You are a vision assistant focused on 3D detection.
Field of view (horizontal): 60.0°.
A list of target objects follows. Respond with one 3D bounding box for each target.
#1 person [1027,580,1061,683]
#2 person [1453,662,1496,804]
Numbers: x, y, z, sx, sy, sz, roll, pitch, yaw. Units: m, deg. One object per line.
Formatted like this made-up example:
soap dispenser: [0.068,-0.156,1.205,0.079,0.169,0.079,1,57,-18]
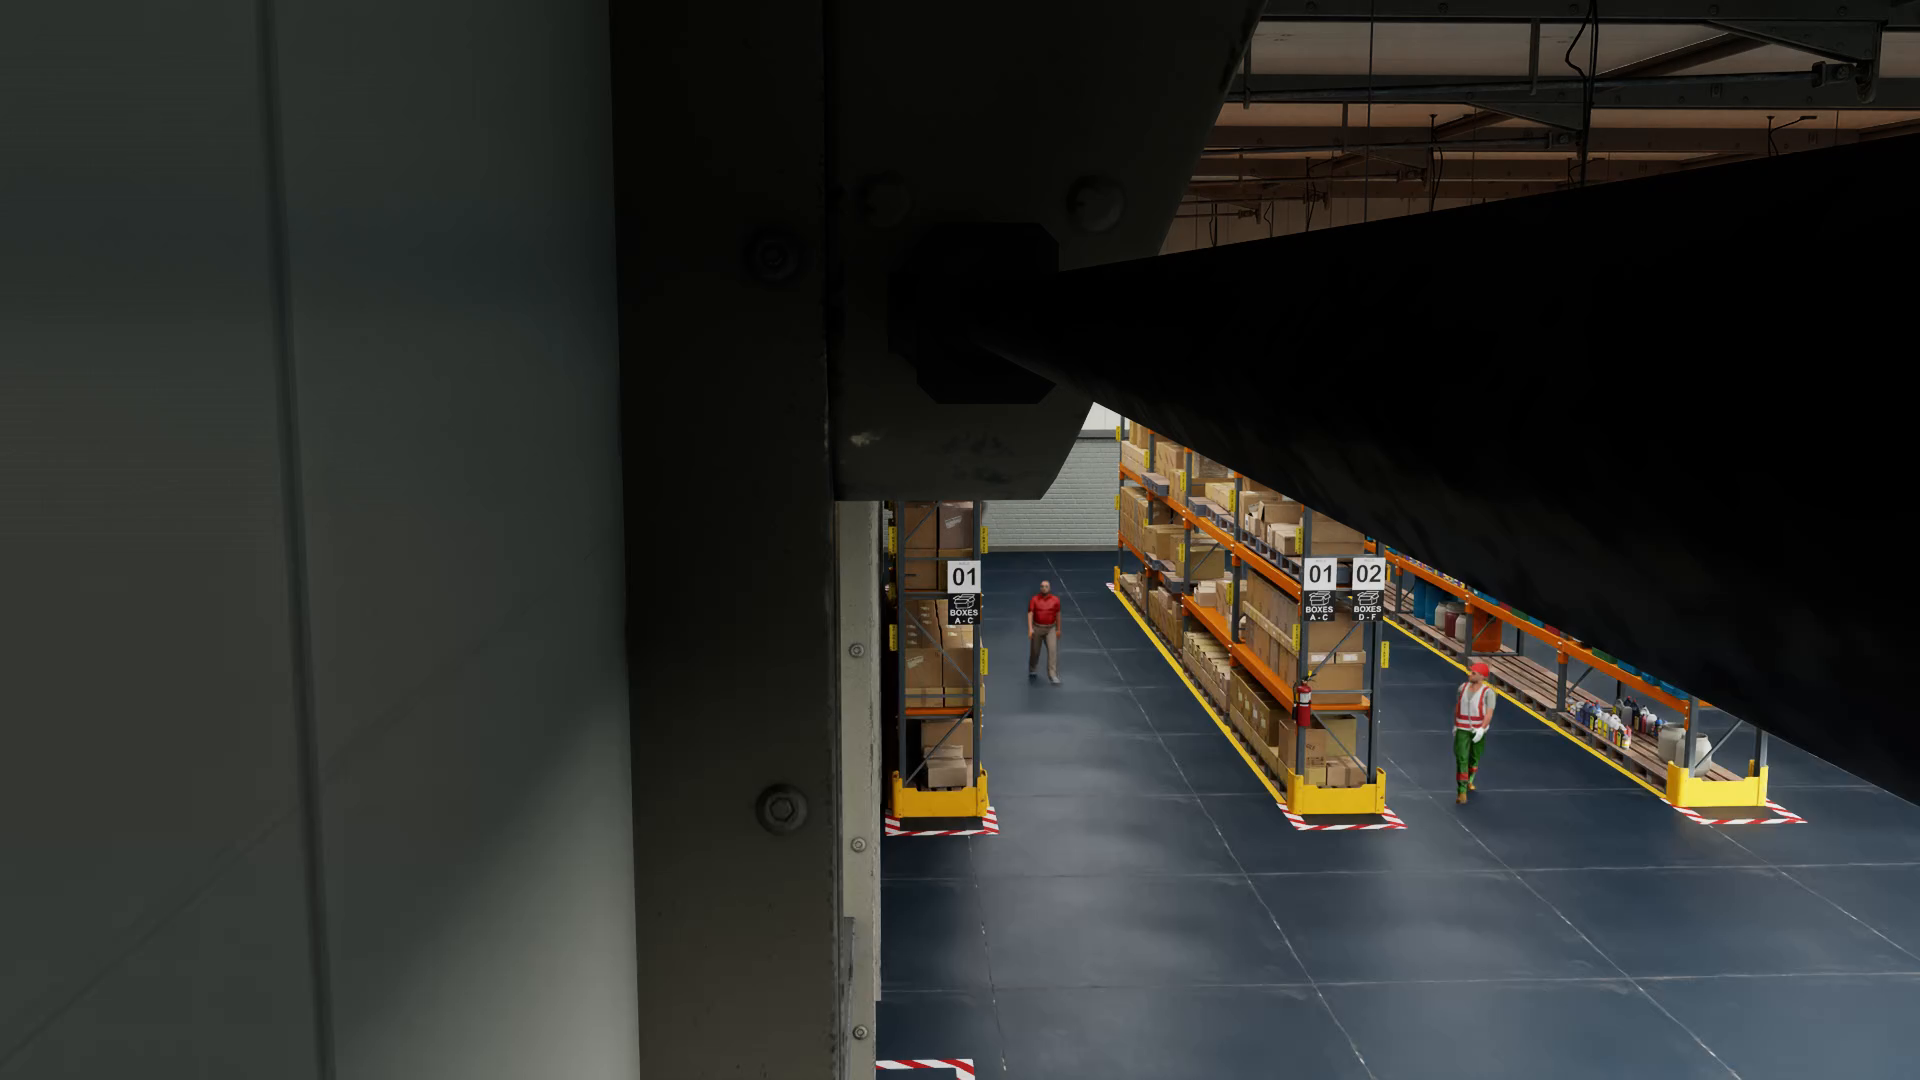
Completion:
person: [1.414,1.514,27.747,0.610,1.676,1.025,-1,8,-9]
person: [6.520,2.418,21.082,0.498,1.719,1.052,2,8,12]
